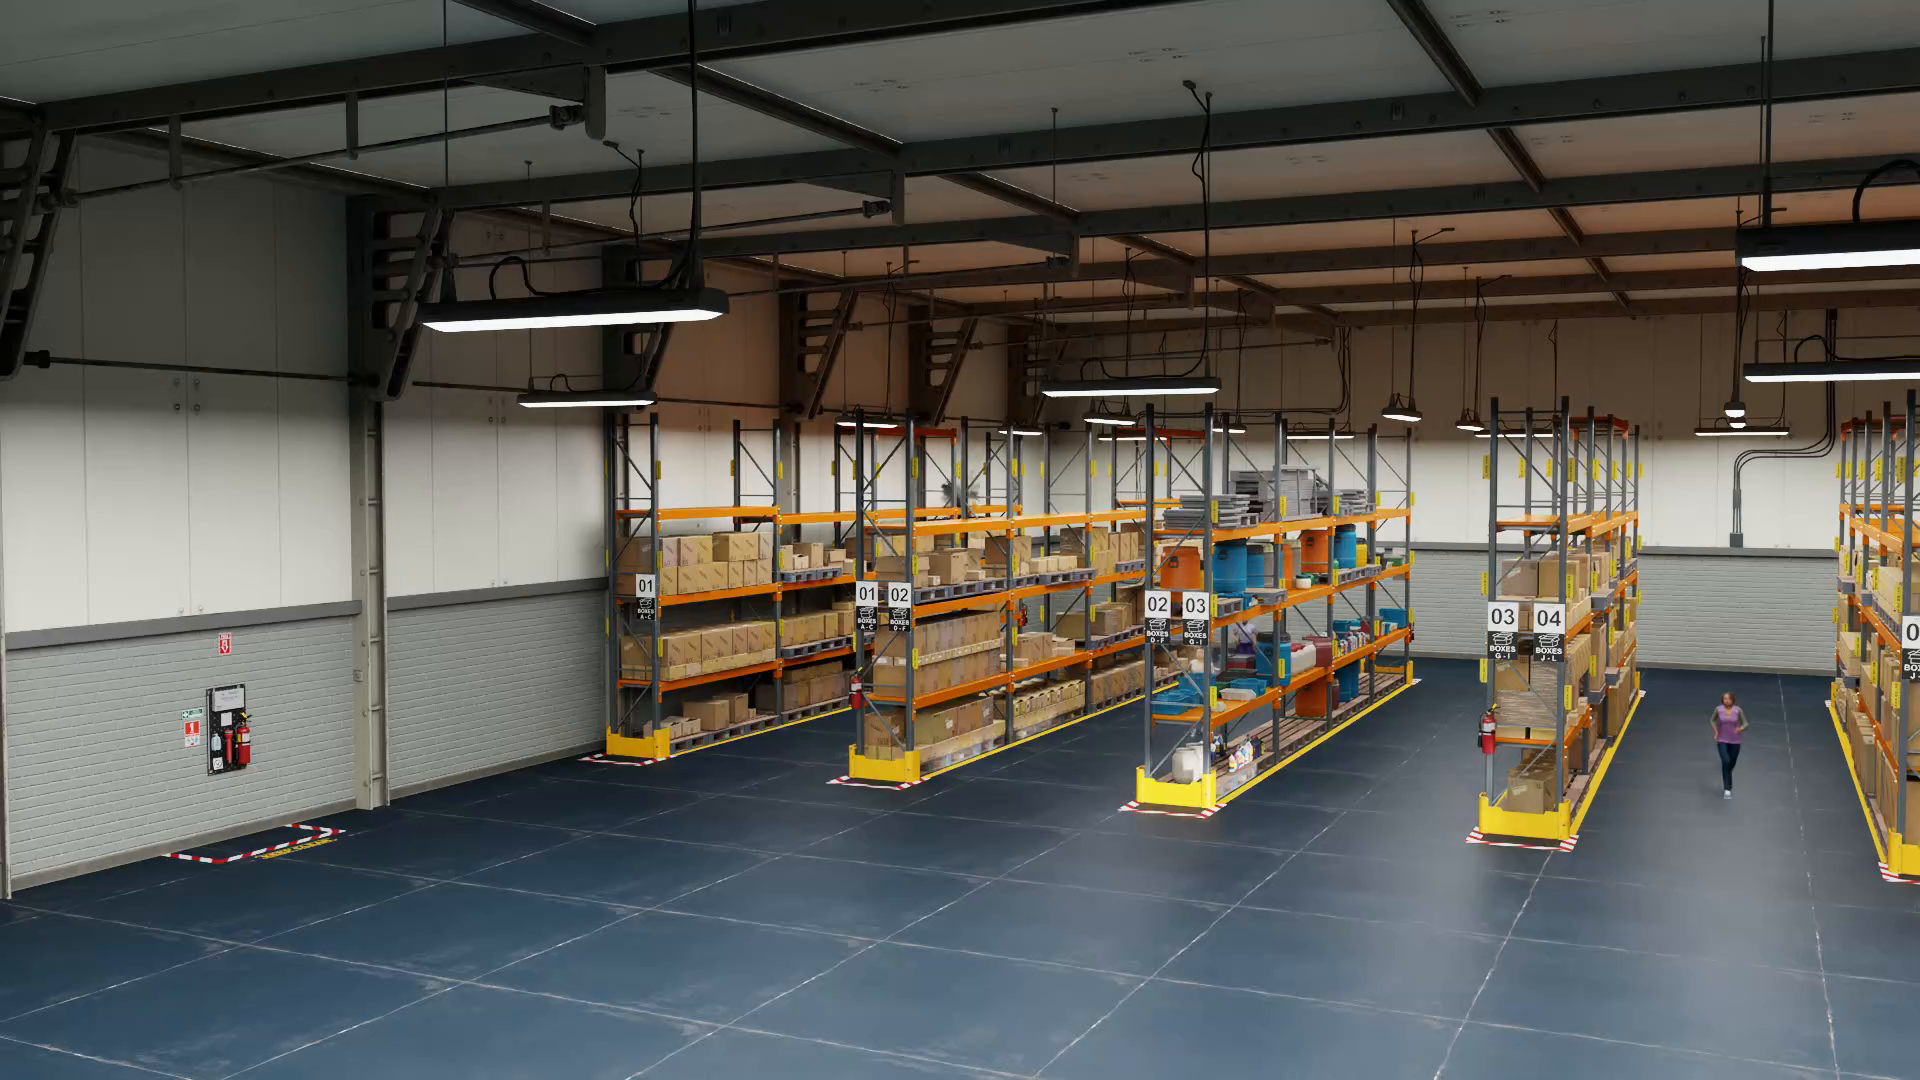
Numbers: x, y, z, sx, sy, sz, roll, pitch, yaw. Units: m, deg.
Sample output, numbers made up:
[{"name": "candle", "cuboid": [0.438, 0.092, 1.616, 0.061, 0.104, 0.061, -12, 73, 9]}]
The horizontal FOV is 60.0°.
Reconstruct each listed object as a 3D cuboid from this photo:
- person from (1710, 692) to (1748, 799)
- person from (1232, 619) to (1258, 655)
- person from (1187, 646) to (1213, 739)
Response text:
[{"name": "person", "cuboid": [11.837, 3.128, 25.594, 0.526, 1.606, 0.815, 1, 3, 20]}, {"name": "person", "cuboid": [6.700, 2.547, 39.172, 0.610, 1.625, 0.612, 1, 2, 15]}, {"name": "person", "cuboid": [4.504, 2.849, 31.272, 0.532, 1.725, 0.753, 1, 3, 18]}]
